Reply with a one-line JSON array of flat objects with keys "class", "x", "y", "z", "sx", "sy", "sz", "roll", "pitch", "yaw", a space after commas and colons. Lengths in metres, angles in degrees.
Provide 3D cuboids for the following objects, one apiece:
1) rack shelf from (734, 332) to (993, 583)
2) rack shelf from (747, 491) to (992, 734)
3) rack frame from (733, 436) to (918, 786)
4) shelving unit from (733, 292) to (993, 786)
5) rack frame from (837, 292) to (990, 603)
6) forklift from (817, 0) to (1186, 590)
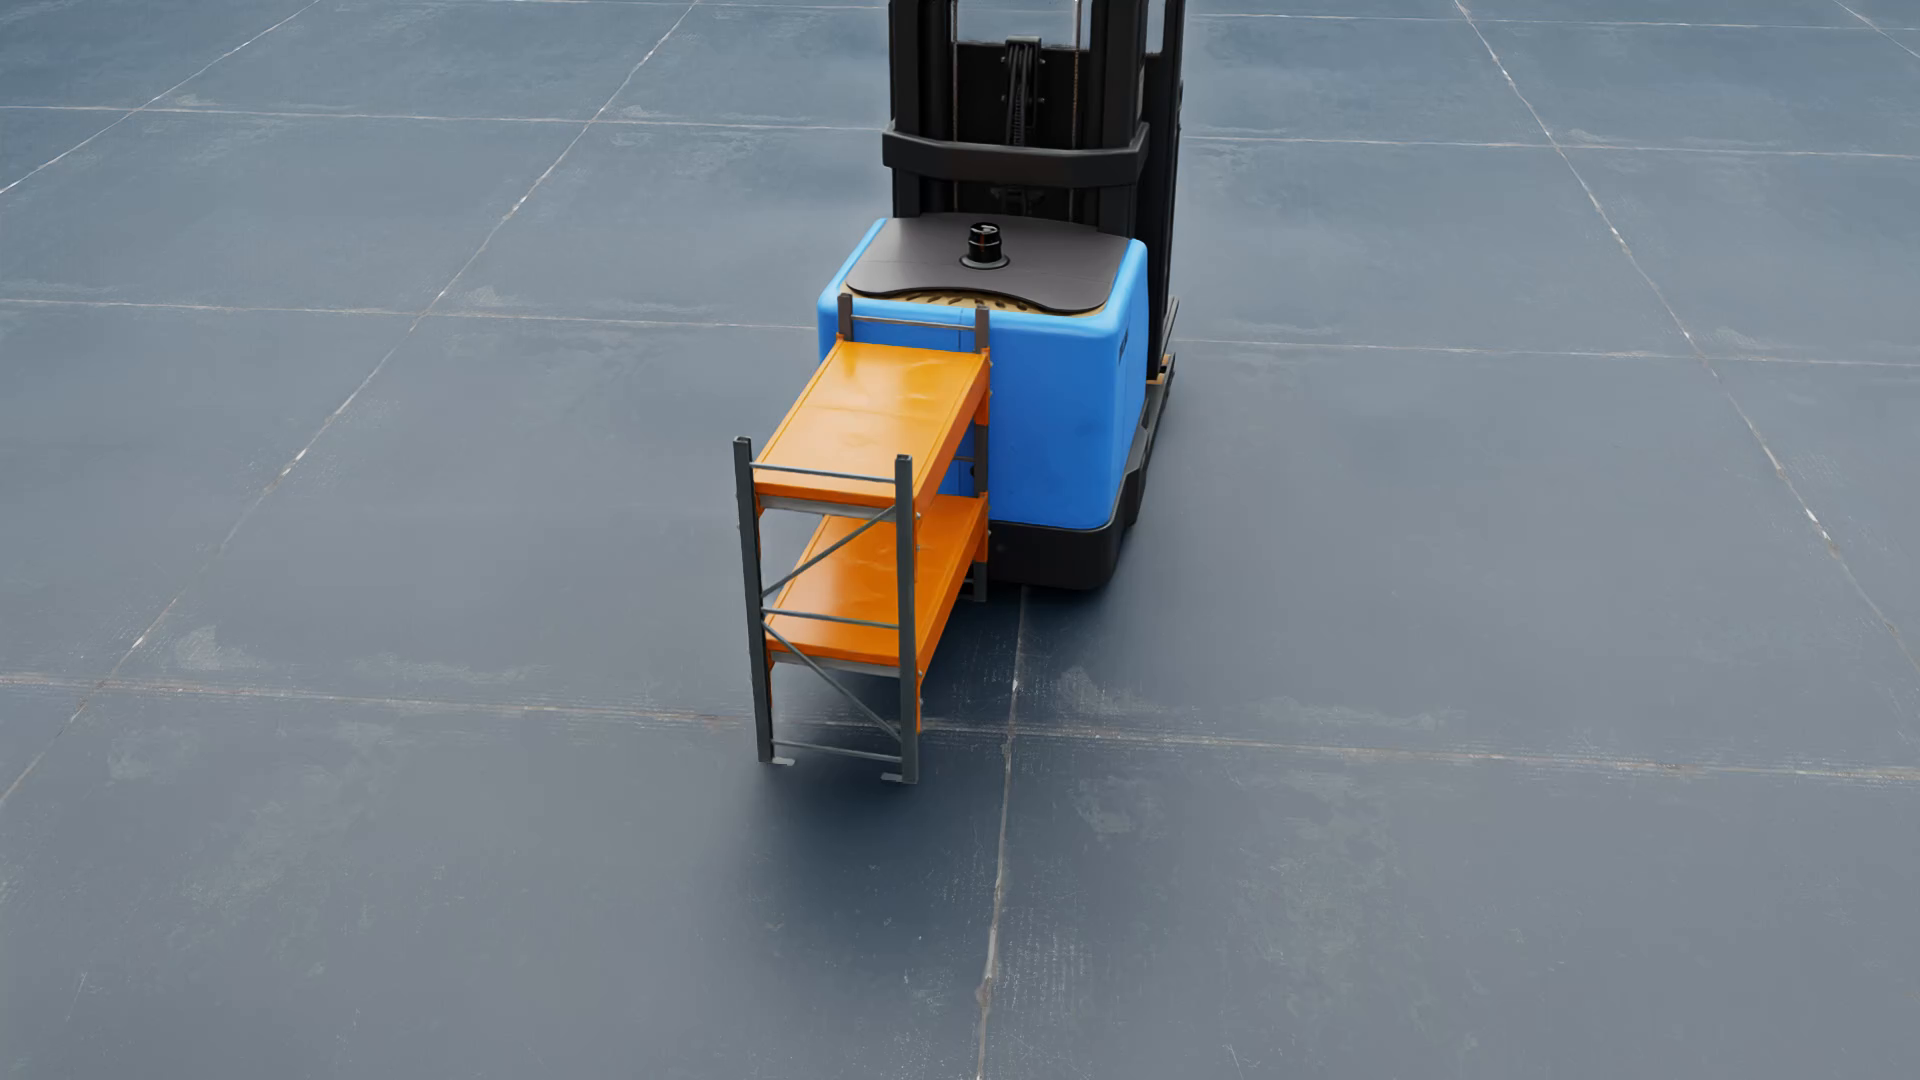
[{"class": "rack shelf", "x": -0.263, "y": -0.280, "z": 5.074, "sx": 0.538, "sy": 0.278, "sz": 1.000, "roll": 7, "pitch": 32, "yaw": 11}, {"class": "rack shelf", "x": -0.263, "y": 0.177, "z": 5.356, "sx": 0.538, "sy": 0.278, "sz": 1.000, "roll": 7, "pitch": 32, "yaw": 11}, {"class": "rack frame", "x": -0.374, "y": 0.229, "z": 4.806, "sx": 0.500, "sy": 1.125, "sz": 0.032, "roll": 7, "pitch": 32, "yaw": 11}, {"class": "shelving unit", "x": -0.263, "y": -0.031, "z": 5.228, "sx": 0.538, "sy": 1.125, "sz": 1.048, "roll": 7, "pitch": 32, "yaw": 11}, {"class": "rack frame", "x": -0.151, "y": -0.291, "z": 5.650, "sx": 0.500, "sy": 1.125, "sz": 0.032, "roll": 7, "pitch": 32, "yaw": 11}, {"class": "forklift", "x": 0.330, "y": -1.834, "z": 6.433, "sx": 1.130, "sy": 2.935, "sz": 3.031, "roll": 7, "pitch": 32, "yaw": 11}]
